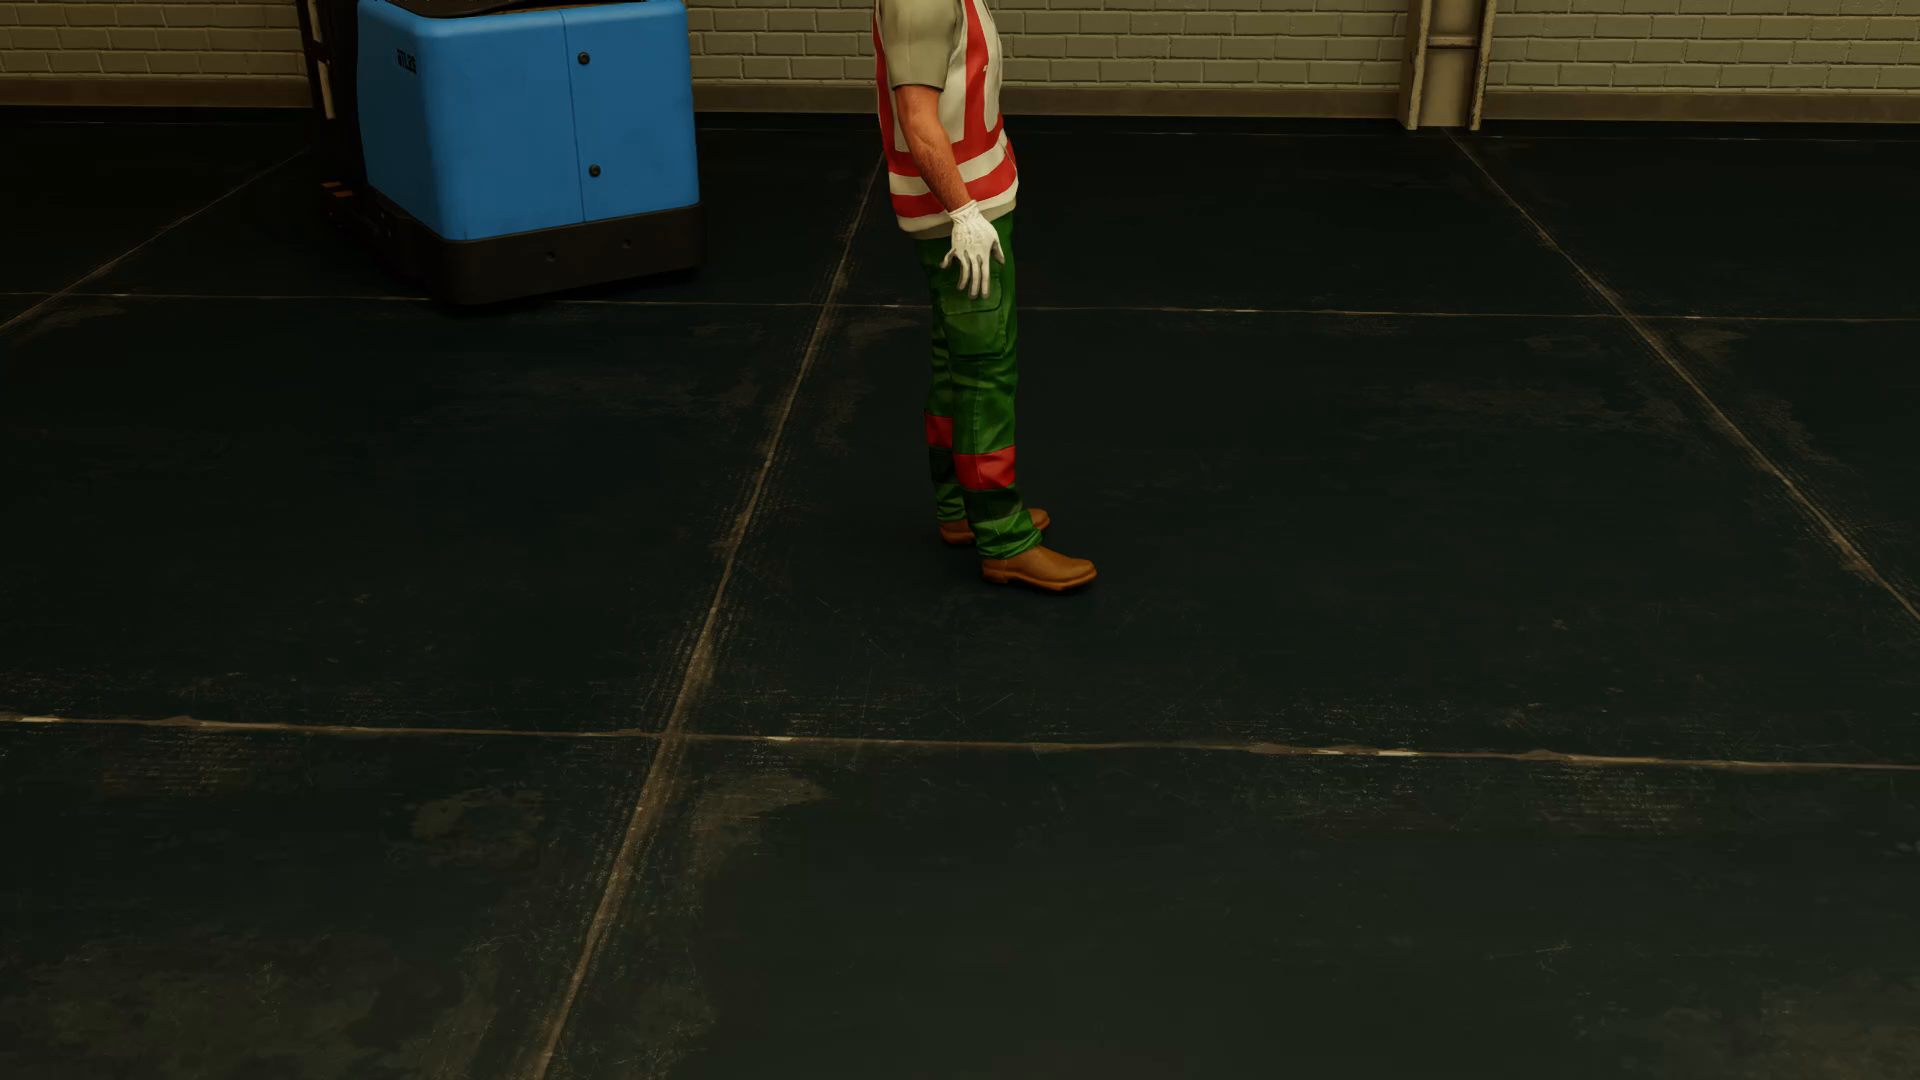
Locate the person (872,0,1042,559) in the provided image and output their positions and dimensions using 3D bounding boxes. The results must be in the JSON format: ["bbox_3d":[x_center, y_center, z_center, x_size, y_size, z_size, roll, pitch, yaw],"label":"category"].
[{"bbox_3d":[0.009,-0.805,4.111,0.424,1.687,0.638,1,26,2],"label":"person"}]

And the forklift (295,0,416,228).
[{"bbox_3d":[-2.224,-2.781,6.846,1.121,2.935,3.031,-16,31,-29],"label":"forklift"}]
